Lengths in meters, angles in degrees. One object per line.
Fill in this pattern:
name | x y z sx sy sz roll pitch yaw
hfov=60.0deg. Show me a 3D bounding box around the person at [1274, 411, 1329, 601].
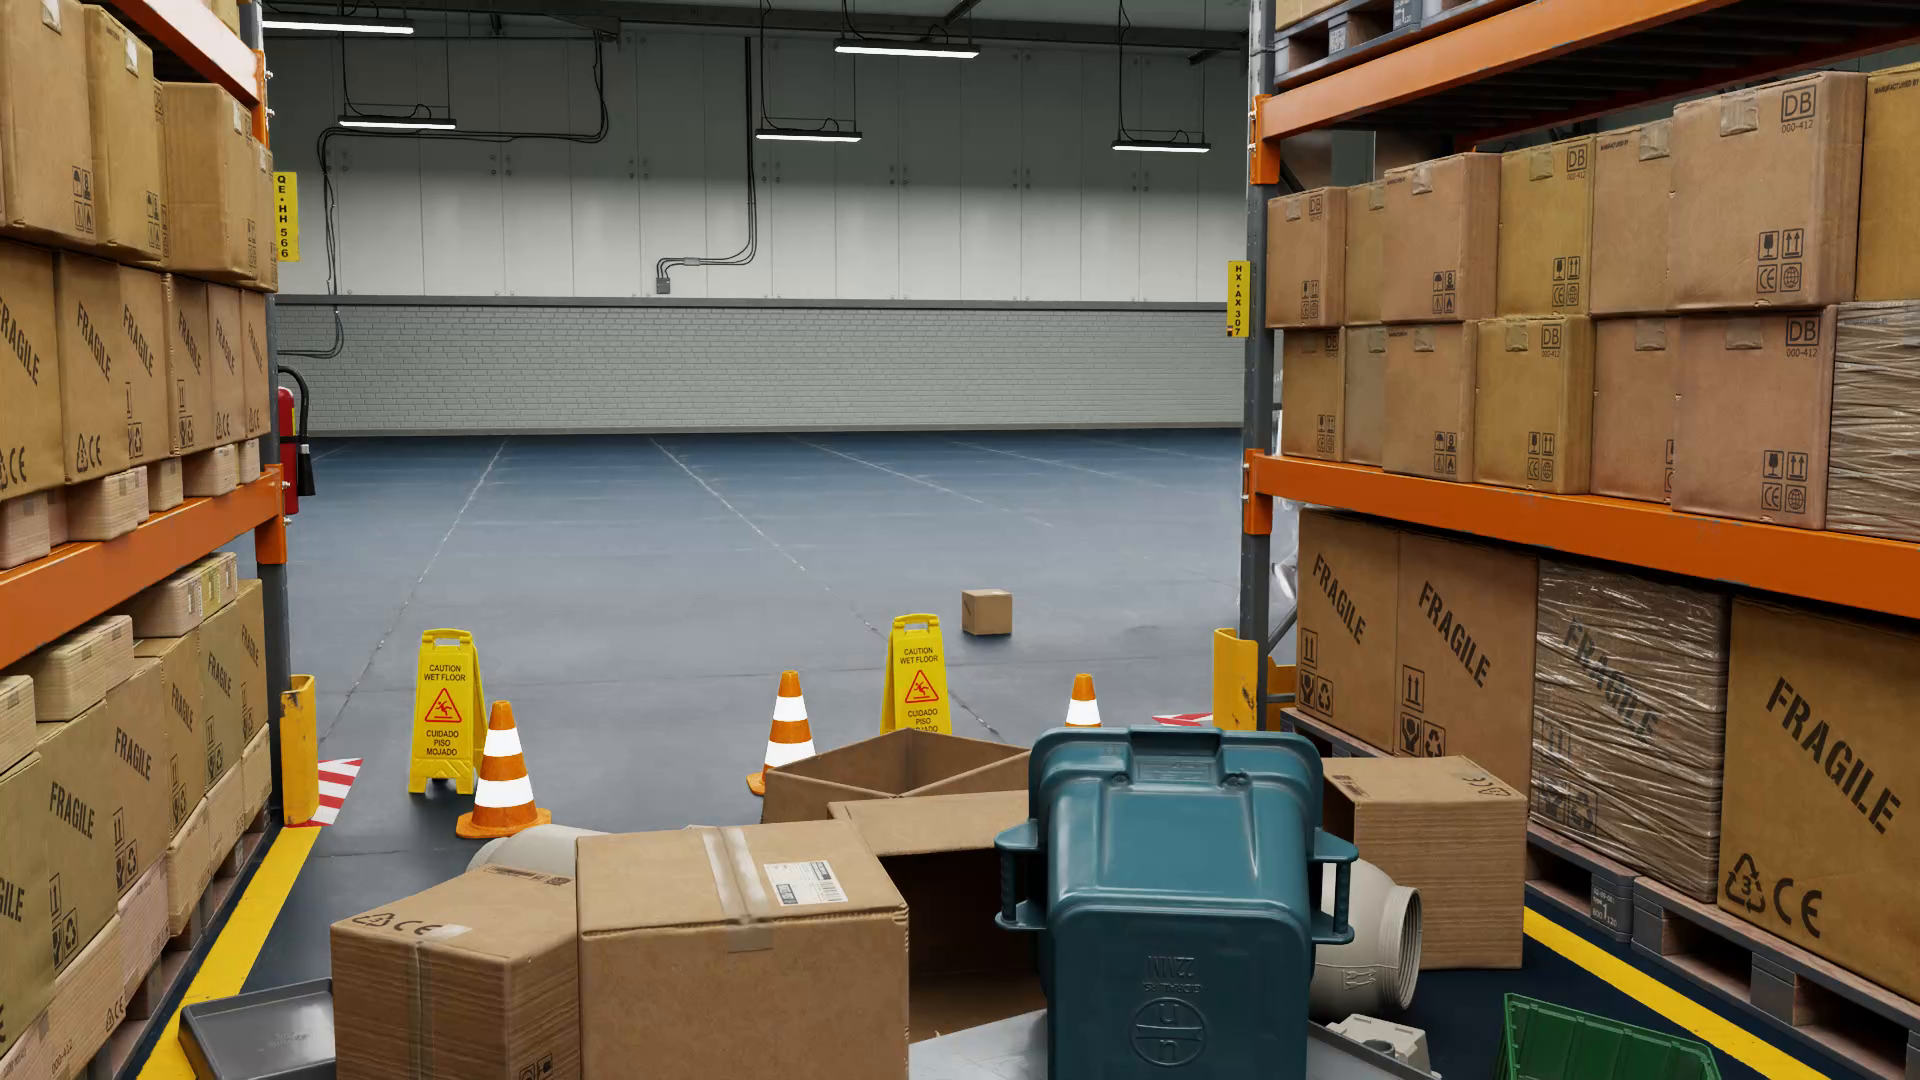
person | 2.365 -0.378 11.364 0.666 1.669 0.474 -3 7 -29
